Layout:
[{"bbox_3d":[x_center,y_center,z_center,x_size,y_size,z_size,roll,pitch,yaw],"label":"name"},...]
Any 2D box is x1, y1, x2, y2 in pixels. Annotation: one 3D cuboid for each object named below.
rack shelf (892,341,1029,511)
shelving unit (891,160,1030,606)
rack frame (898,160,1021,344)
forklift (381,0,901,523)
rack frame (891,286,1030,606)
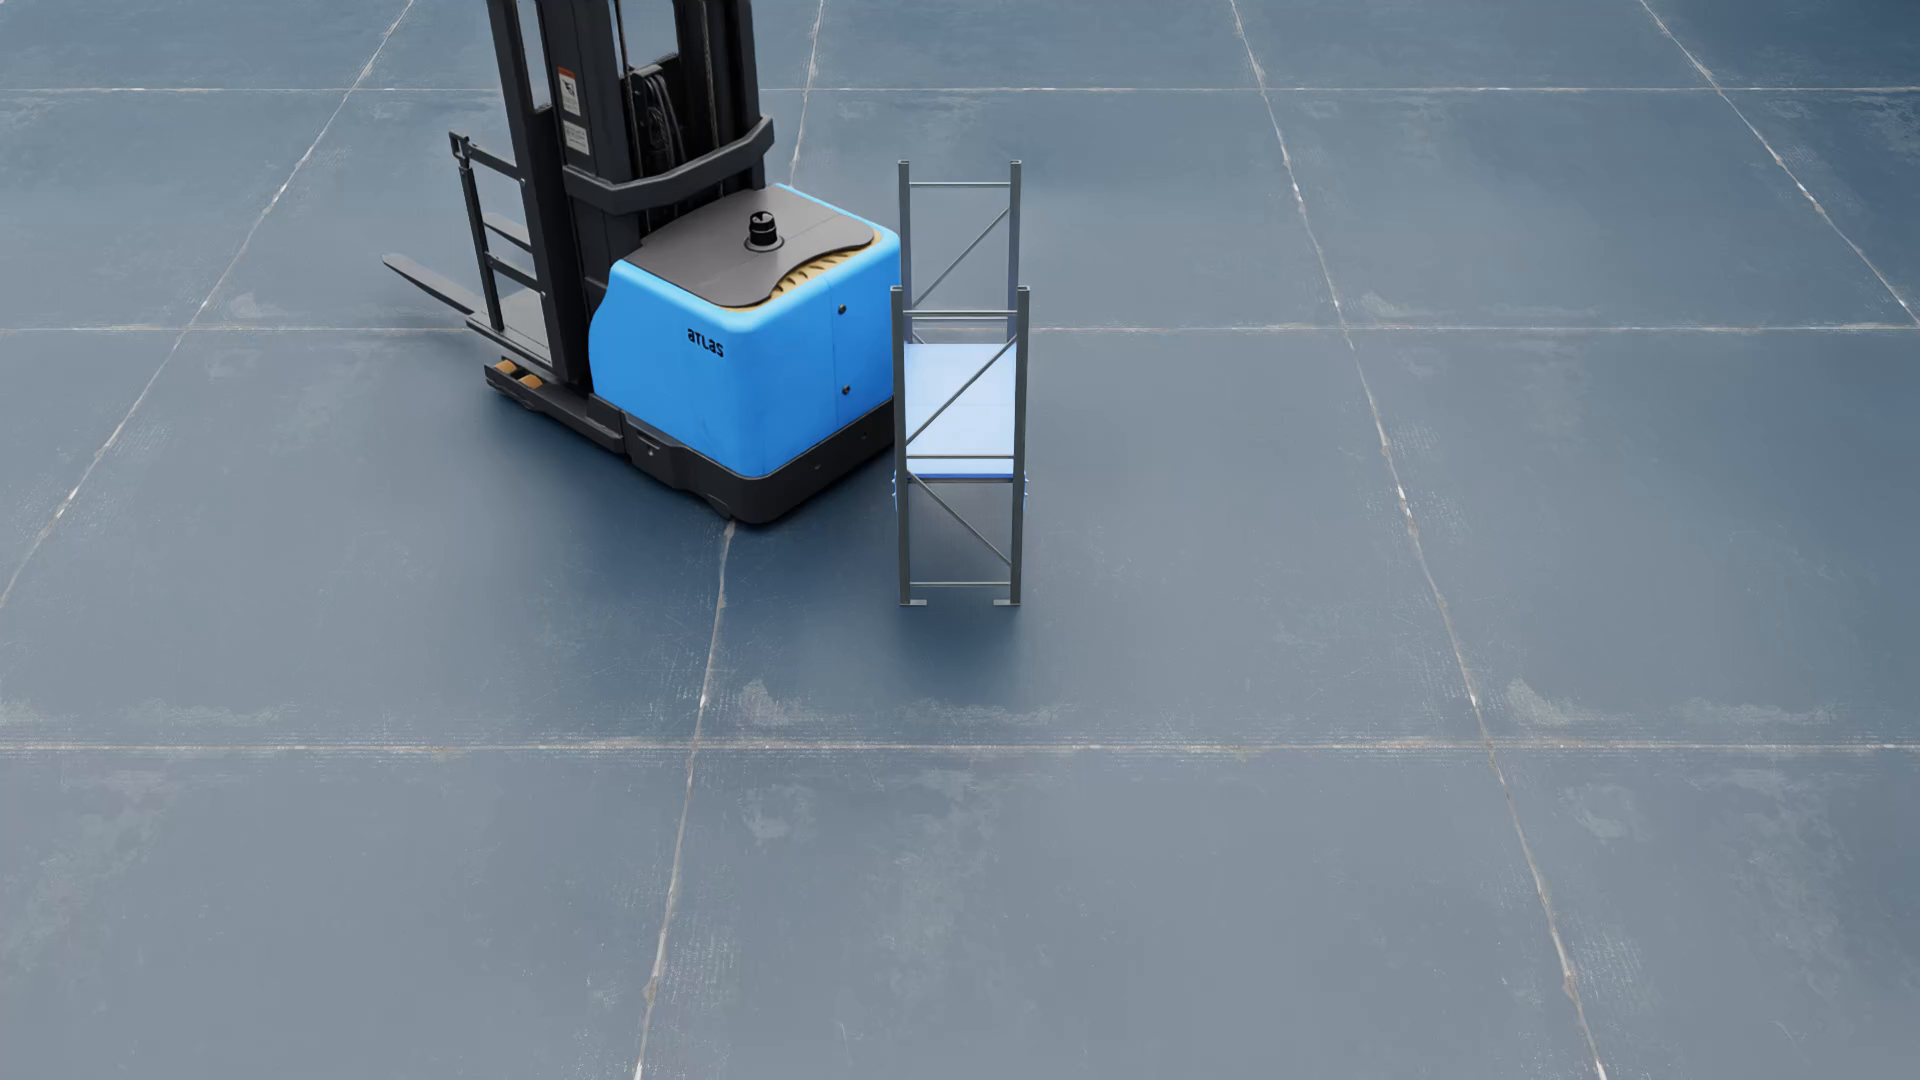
[{"bbox_3d":[0.000,-0.498,6.960,0.538,0.185,1.000,0,39,0],"label":"rack shelf"},{"bbox_3d":[0.000,-0.639,6.848,0.538,1.500,1.048,0,39,0],"label":"shelving unit"},{"bbox_3d":[-0.001,-0.956,7.244,0.500,1.500,0.032,0,39,0],"label":"rack frame"},{"bbox_3d":[-1.680,-1.997,7.398,3.031,2.935,1.130,28,47,31],"label":"forklift"},{"bbox_3d":[0.000,-0.321,6.451,0.500,1.500,0.032,0,39,0],"label":"rack frame"}]
